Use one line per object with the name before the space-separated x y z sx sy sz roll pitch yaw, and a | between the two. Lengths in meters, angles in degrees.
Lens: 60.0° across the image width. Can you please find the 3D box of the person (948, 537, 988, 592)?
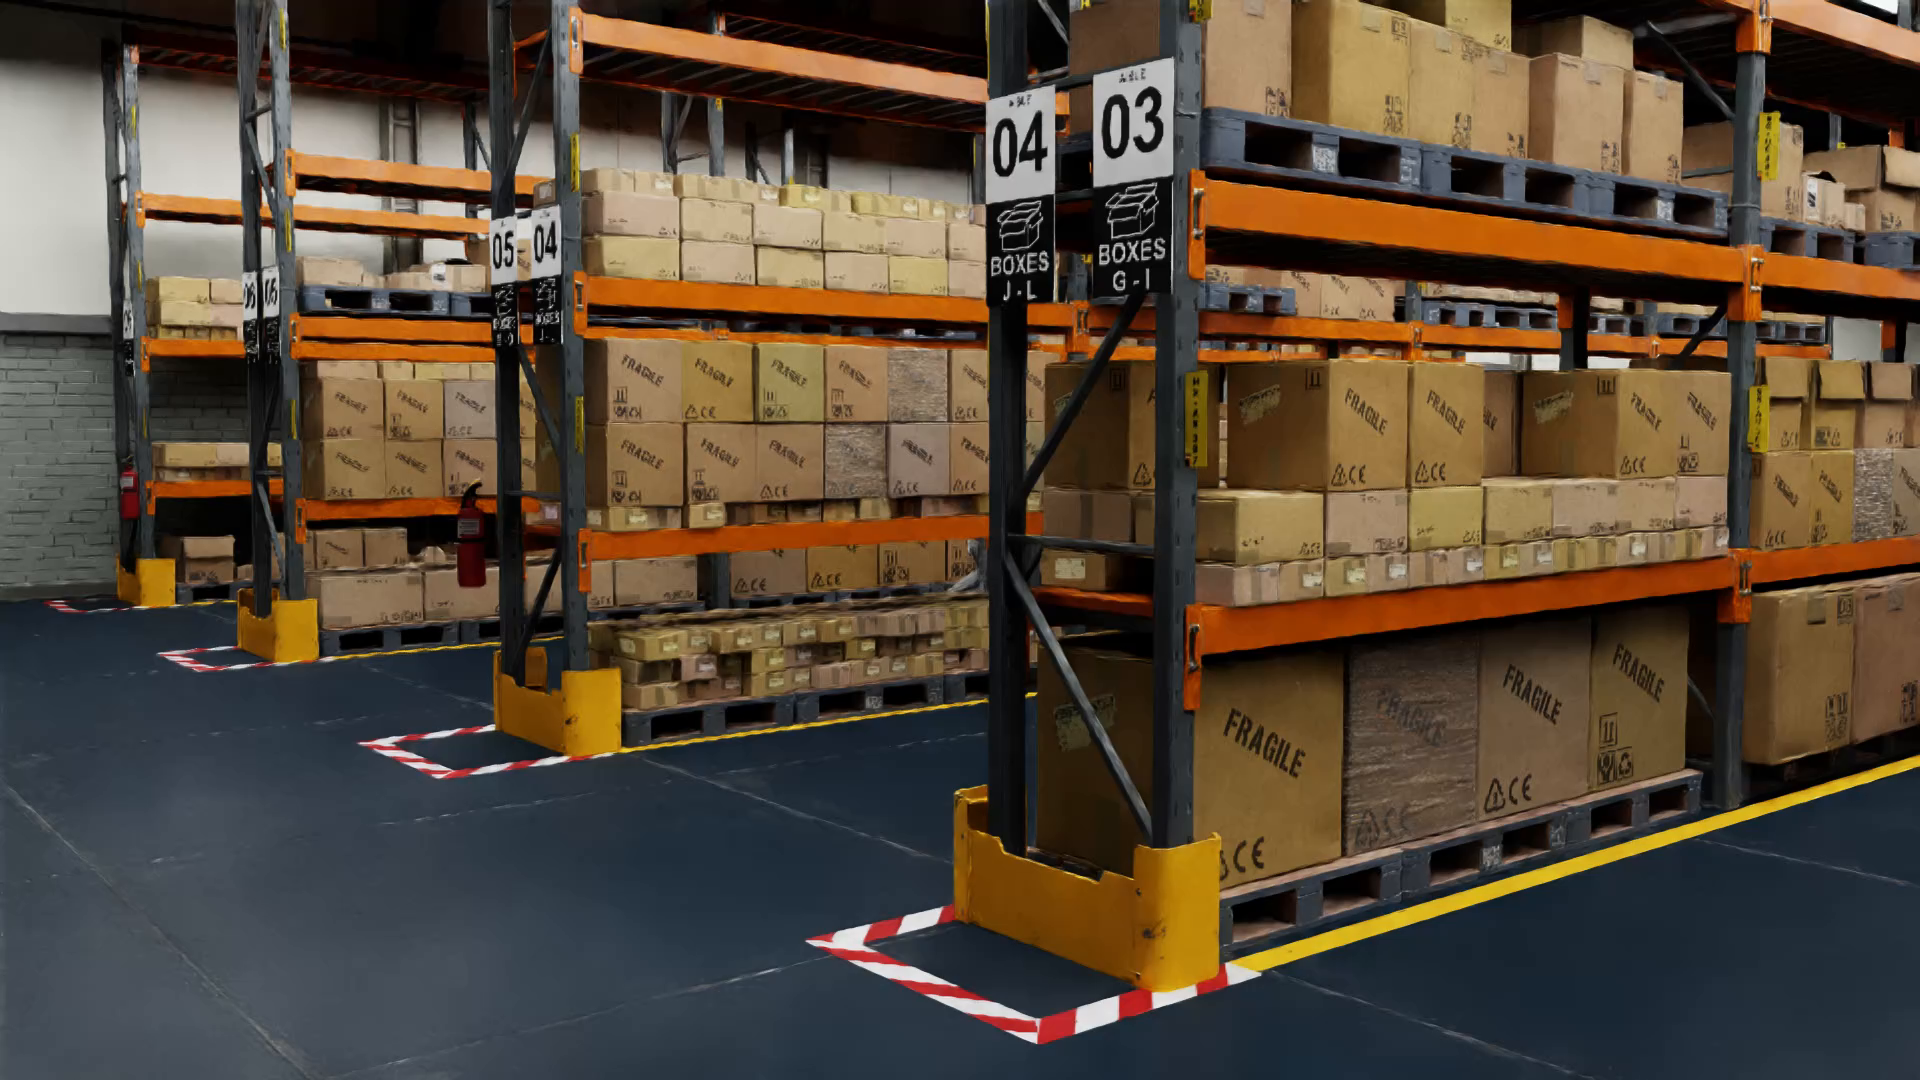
person | 0.157 -0.048 15.645 0.694 1.759 0.597 1 4 15
